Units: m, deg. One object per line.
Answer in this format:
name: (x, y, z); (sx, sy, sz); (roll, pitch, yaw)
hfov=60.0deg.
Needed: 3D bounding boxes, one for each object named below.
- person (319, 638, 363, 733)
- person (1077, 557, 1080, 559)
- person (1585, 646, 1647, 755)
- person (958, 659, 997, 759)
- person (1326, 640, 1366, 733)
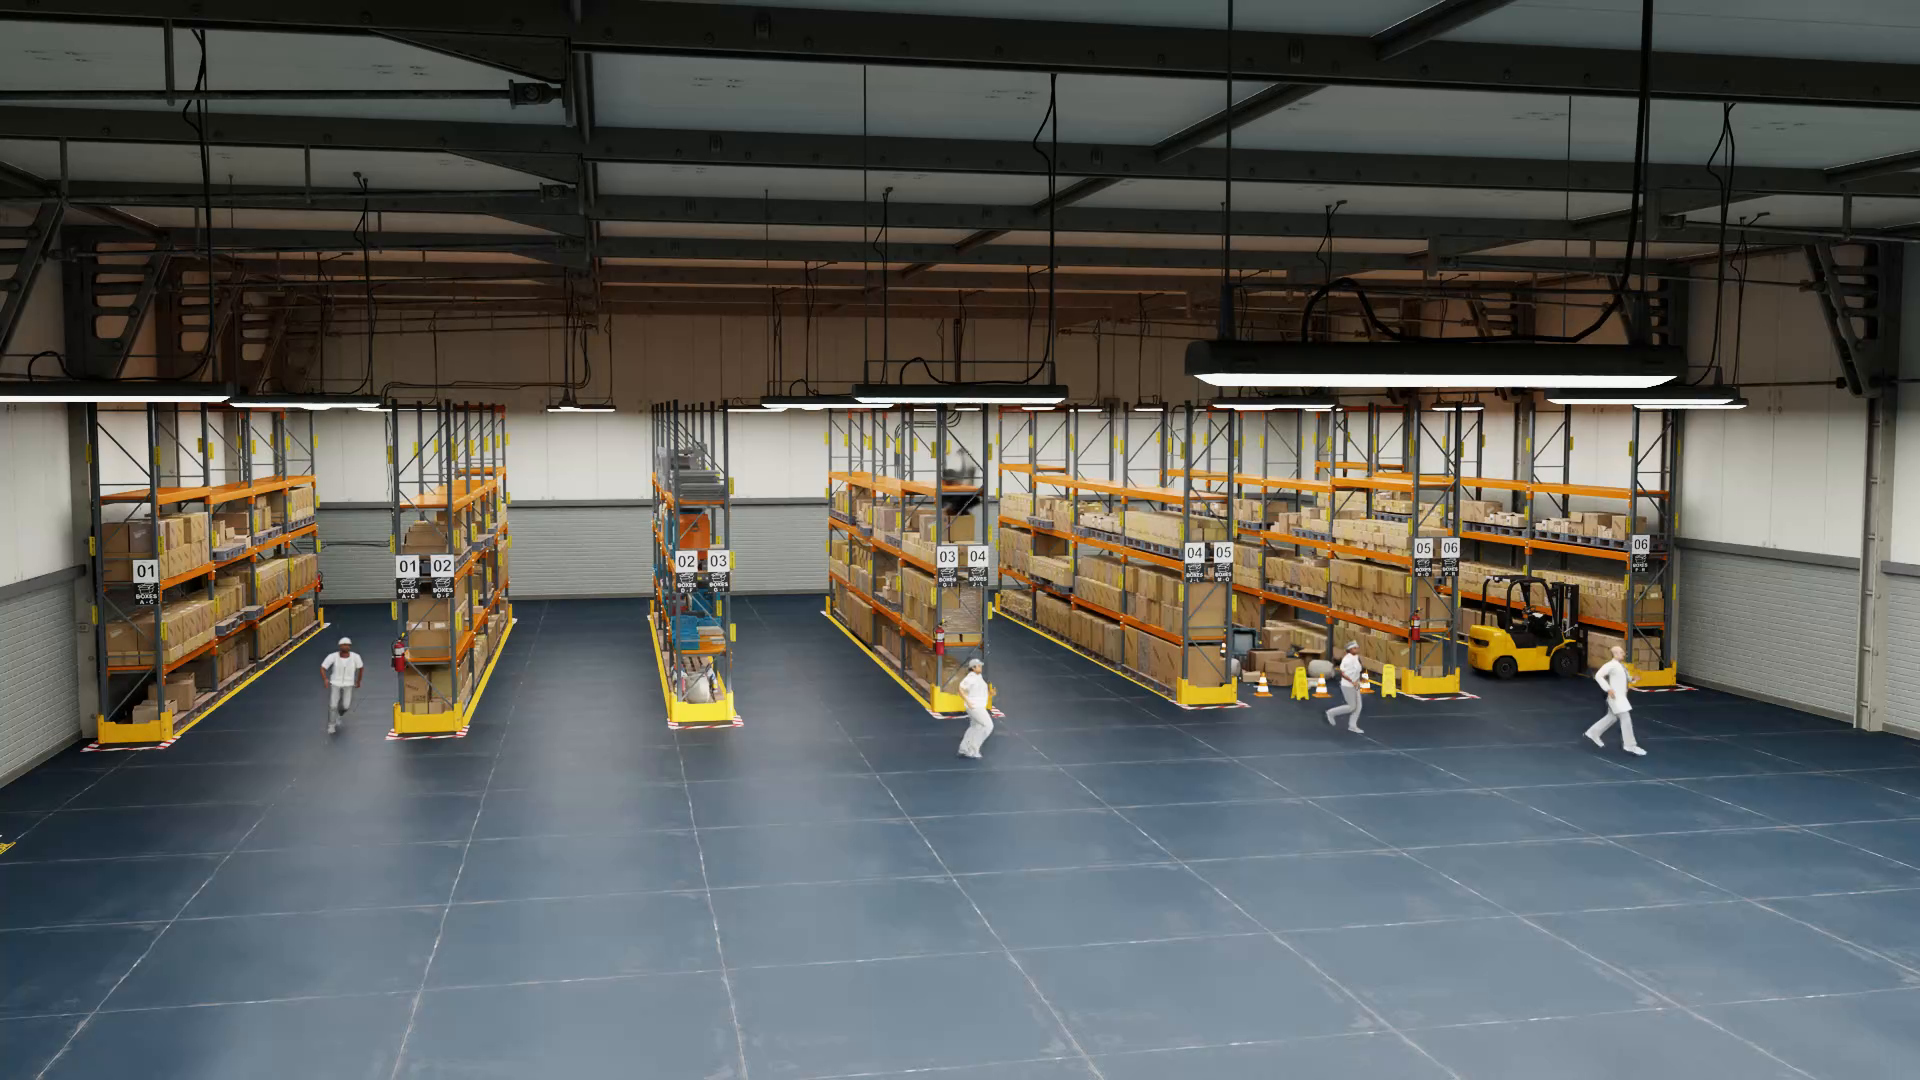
person: (-11.159, 2.613, 30.043); (0.760, 1.707, 0.537); (-2, 5, -26)
person: (3.322, 1.291, 47.909); (0.555, 1.626, 0.556); (-1, 4, -14)
person: (11.116, 2.683, 28.144); (1.045, 1.781, 0.695); (3, 5, 35)
person: (0.294, 2.814, 27.710); (0.650, 1.657, 0.579); (1, 4, 10)
person: (7.020, 2.634, 30.119); (0.658, 1.686, 0.581); (3, 5, 34)
